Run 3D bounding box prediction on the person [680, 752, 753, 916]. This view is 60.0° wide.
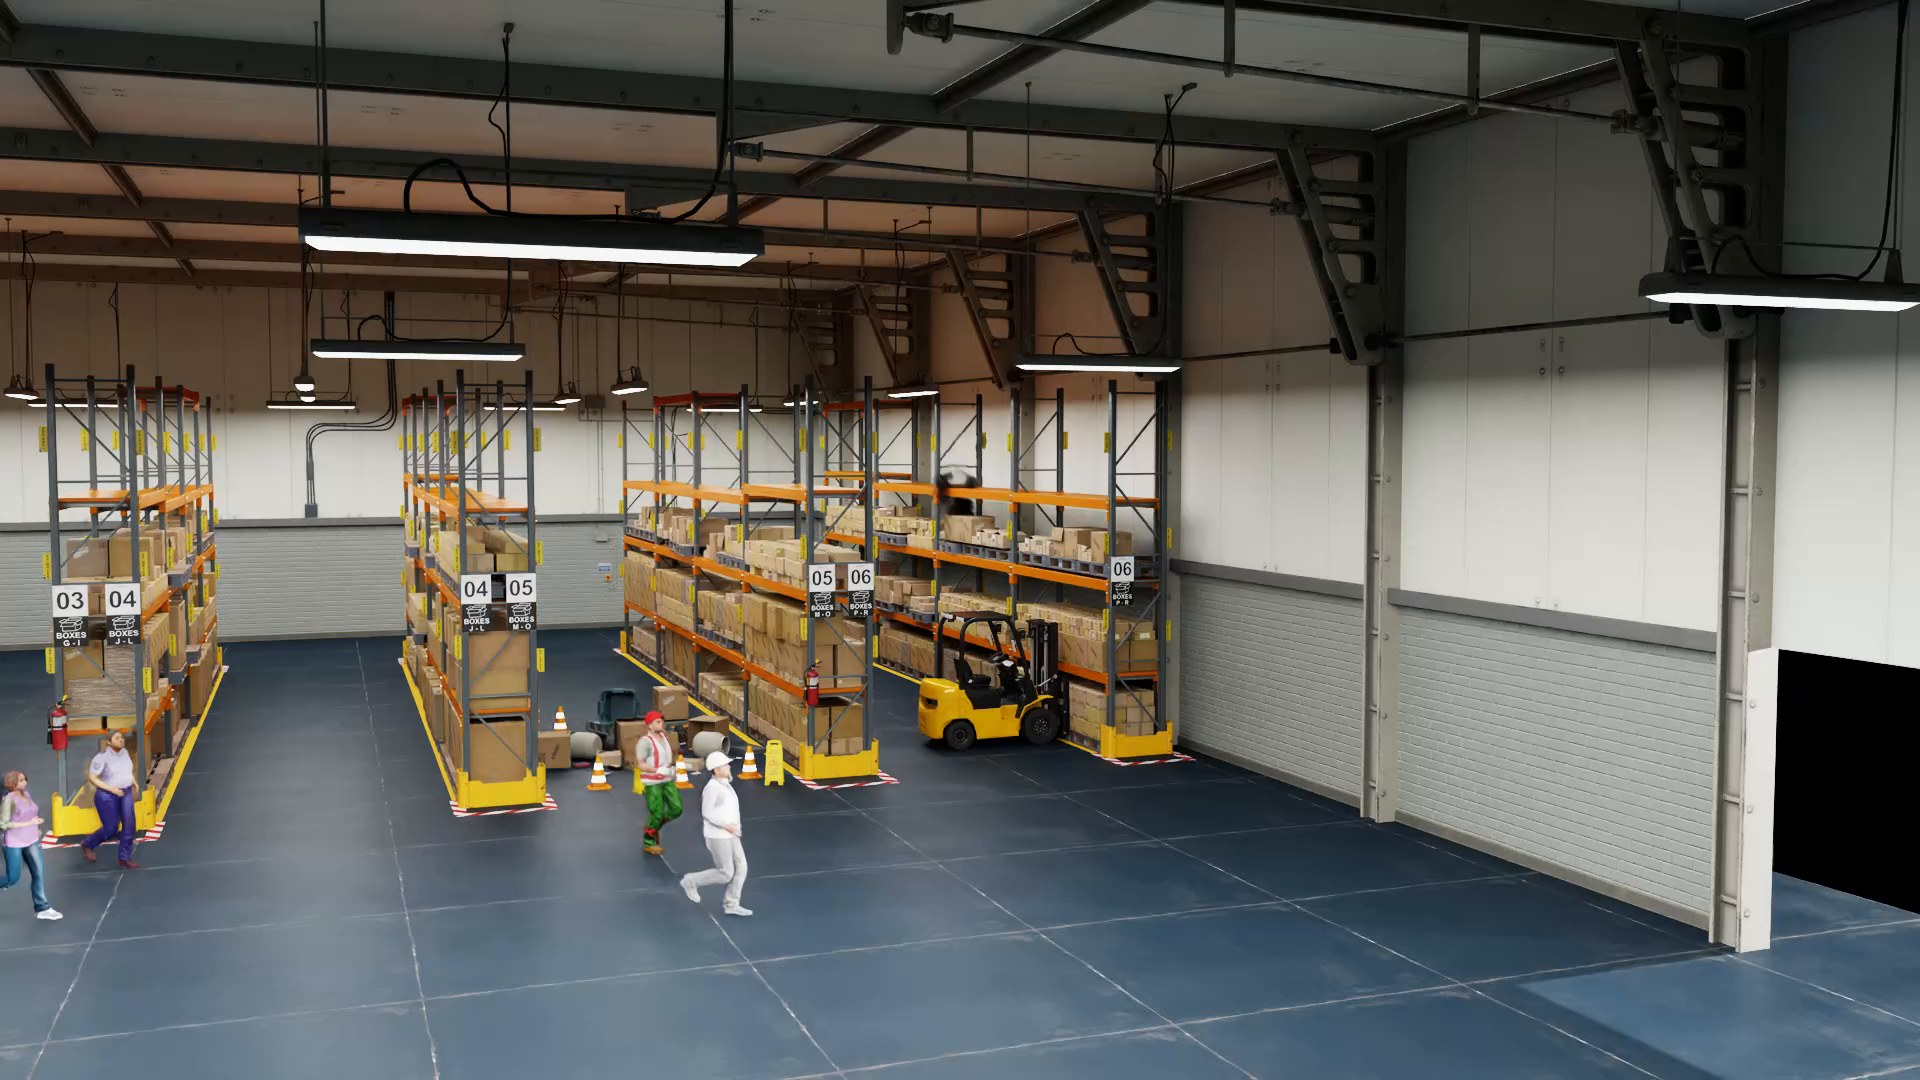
[{"bbox_3d":[-2.577,3.115,17.629,0.756,1.750,0.663,0,3,8],"label":"person"}]

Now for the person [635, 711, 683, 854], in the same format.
[{"bbox_3d":[-3.637,2.944,20.212,0.577,1.744,0.649,2,4,30],"label":"person"}]

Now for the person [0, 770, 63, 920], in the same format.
[{"bbox_3d":[-9.821,3.179,17.344,0.879,1.573,0.550,0,3,7],"label":"person"}]

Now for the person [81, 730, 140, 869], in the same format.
[{"bbox_3d":[-10.013,3.058,19.643,0.717,1.633,0.632,1,4,19],"label":"person"}]
